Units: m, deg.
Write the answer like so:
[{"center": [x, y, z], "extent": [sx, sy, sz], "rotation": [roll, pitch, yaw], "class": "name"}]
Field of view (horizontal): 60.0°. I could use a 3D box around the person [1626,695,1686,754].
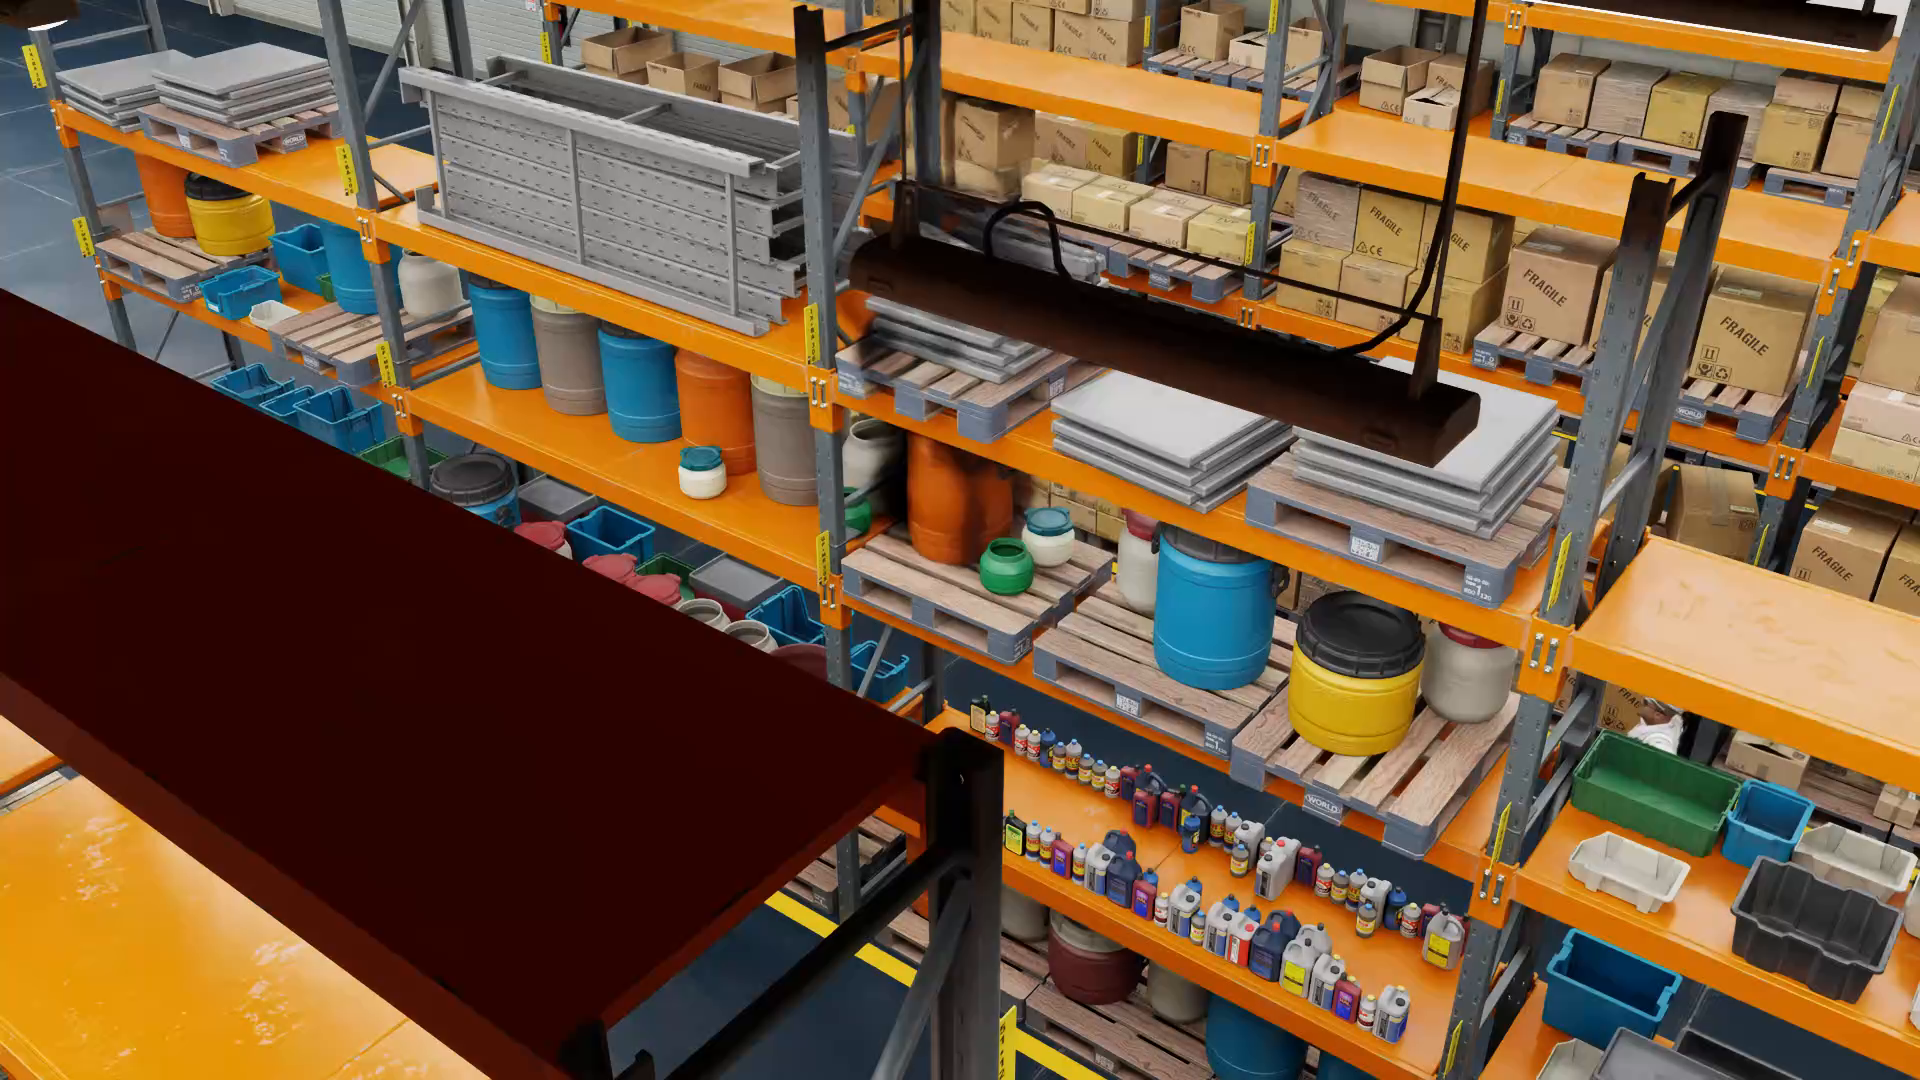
[{"center": [4.483, 1.686, 10.846], "extent": [0.773, 1.780, 0.688], "rotation": [16, 35, 24], "class": "person"}]
